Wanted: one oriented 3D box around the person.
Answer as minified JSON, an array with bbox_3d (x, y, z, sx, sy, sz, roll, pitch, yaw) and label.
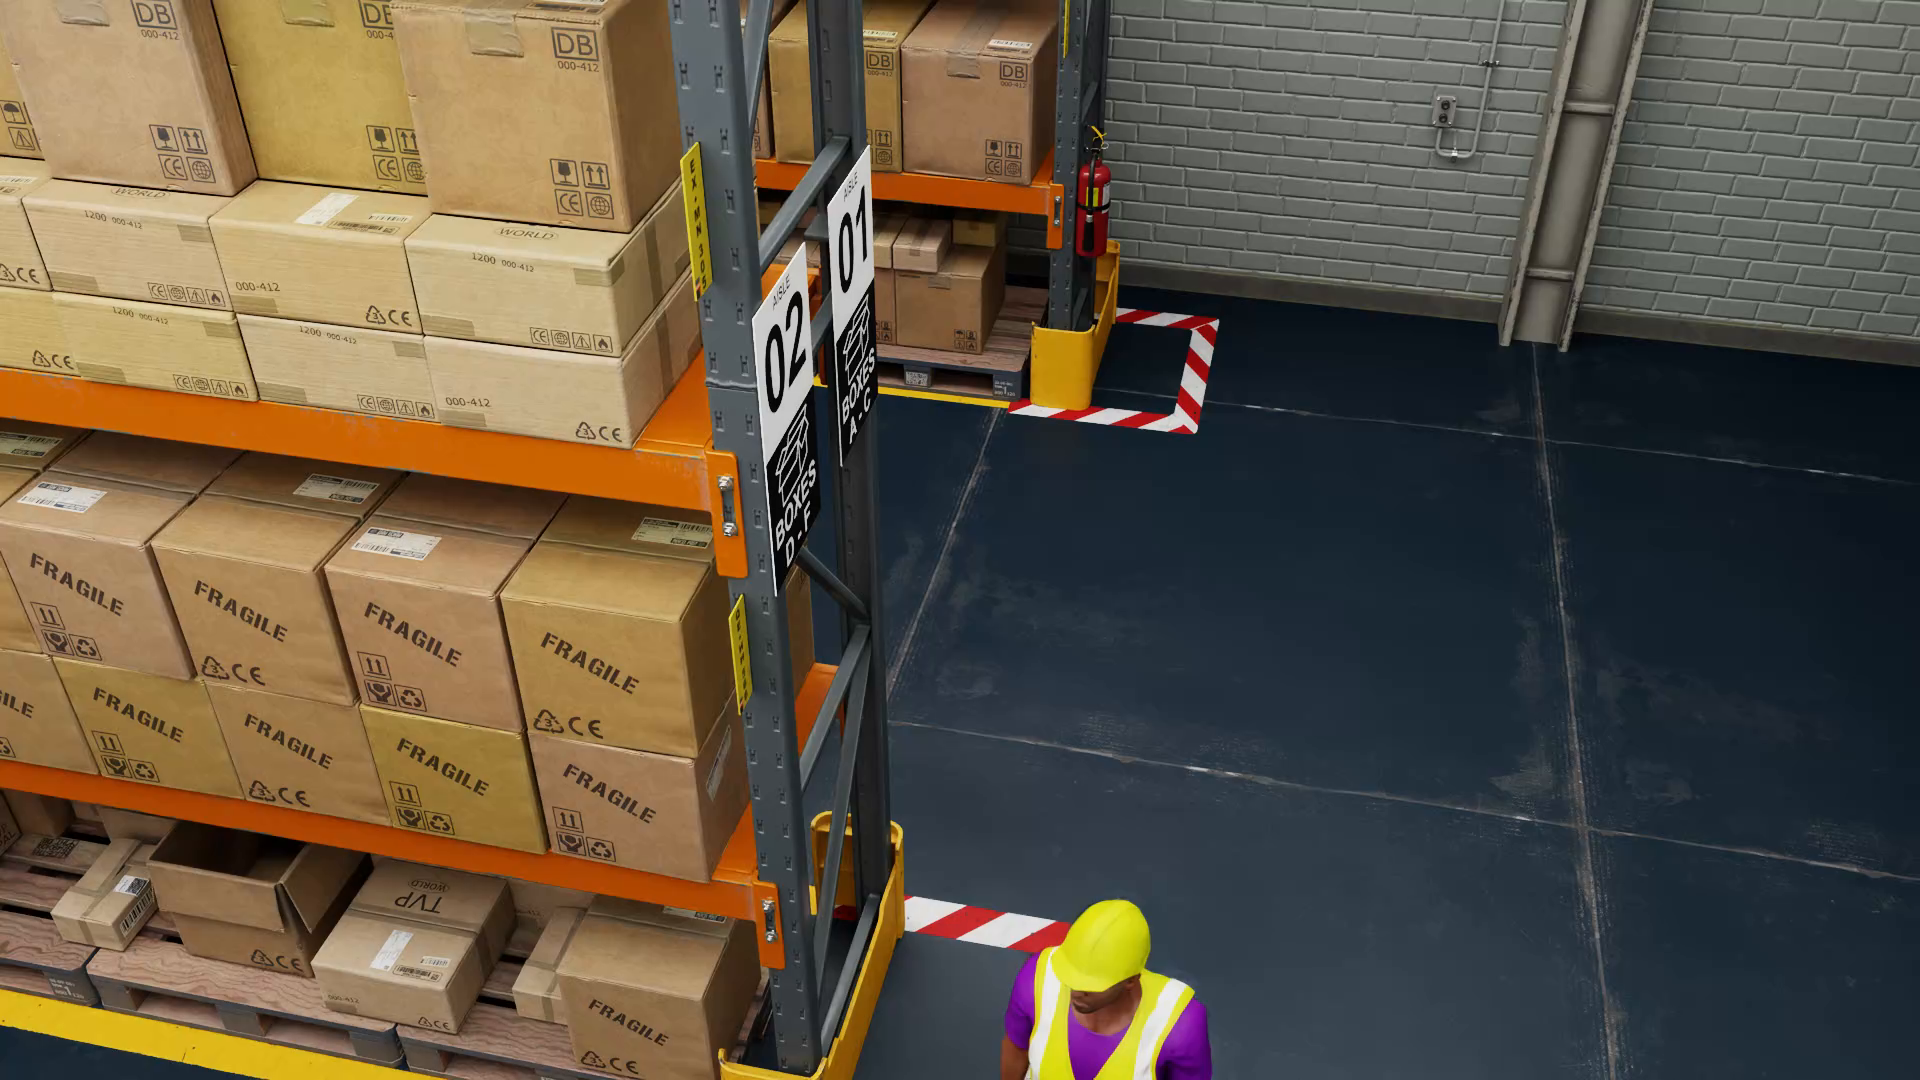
[{"bbox_3d":[0.367,1.686,4.617,0.613,1.766,0.450,15,39,20],"label":"person"}]
